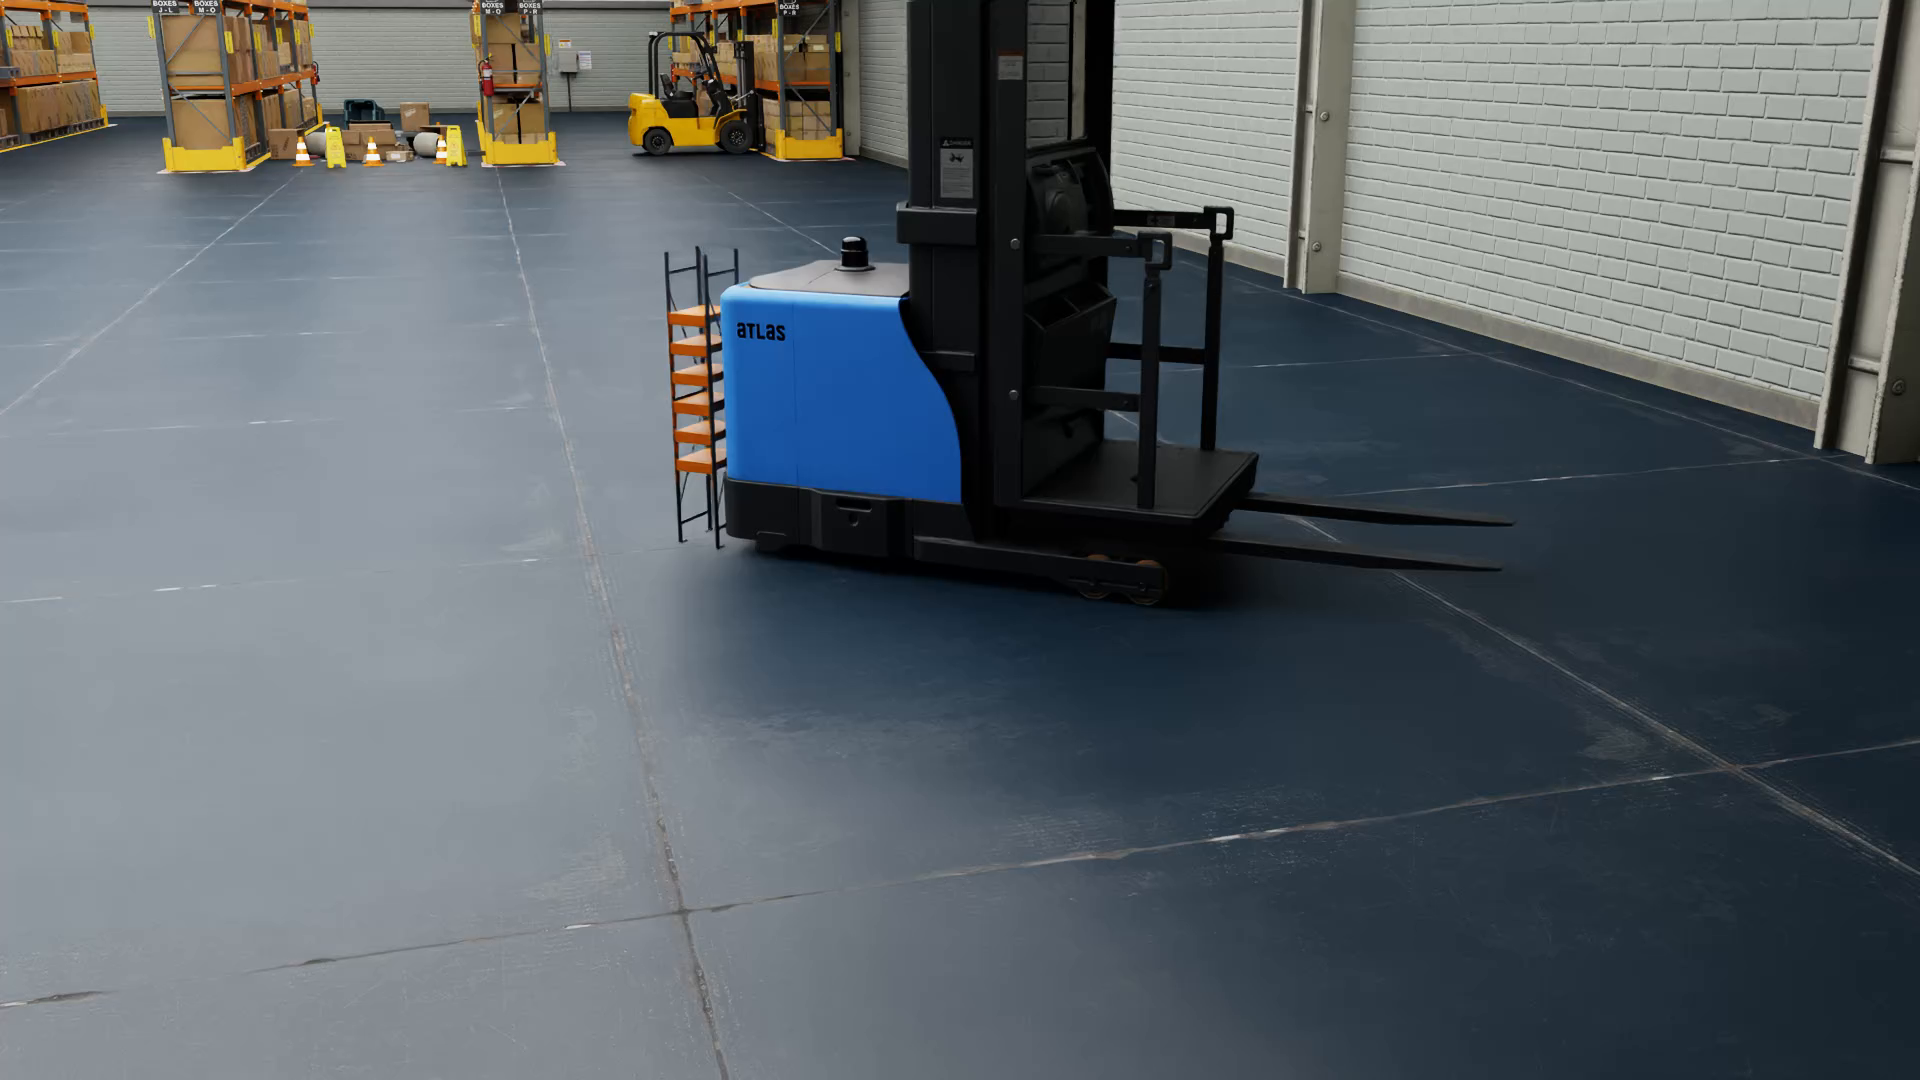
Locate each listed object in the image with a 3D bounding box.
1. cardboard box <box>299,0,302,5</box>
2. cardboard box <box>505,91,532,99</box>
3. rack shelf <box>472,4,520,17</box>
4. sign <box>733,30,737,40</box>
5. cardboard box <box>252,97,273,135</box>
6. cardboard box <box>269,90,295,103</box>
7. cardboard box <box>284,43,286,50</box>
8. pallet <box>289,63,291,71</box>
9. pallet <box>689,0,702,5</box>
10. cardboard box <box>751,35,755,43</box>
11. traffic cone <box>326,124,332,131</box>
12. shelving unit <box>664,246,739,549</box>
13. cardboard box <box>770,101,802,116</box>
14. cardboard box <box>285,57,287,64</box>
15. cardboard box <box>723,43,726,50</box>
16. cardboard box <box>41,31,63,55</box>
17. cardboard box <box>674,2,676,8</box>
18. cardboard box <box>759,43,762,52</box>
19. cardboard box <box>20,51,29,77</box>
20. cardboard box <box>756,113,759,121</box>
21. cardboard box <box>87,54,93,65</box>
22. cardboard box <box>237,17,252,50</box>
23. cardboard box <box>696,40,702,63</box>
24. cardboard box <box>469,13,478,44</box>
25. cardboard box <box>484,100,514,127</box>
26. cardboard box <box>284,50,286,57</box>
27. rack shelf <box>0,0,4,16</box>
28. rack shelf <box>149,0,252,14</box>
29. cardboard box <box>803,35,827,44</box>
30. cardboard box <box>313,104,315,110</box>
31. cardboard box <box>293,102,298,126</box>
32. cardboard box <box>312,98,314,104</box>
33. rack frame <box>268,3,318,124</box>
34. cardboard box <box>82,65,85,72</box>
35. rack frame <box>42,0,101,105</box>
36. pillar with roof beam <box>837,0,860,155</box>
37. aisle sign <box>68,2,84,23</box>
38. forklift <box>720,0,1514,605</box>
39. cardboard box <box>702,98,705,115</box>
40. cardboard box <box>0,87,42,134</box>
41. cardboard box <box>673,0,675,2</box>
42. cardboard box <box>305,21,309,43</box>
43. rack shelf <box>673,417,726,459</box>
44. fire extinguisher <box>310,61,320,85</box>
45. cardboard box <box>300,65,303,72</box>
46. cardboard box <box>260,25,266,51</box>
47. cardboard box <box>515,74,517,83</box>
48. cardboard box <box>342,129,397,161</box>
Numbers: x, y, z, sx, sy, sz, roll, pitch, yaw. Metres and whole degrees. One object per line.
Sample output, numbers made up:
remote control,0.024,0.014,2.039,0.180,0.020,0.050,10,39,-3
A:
cardboard box,-15.769,-12.698,39.057,0.500,0.250,0.500,-4,17,-13
cardboard box,-9.764,-9.450,36.161,0.875,0.875,0.875,-5,17,-16
rack shelf,-10.204,-11.714,36.772,1.077,0.370,4.000,-5,17,-15
sign,-5.449,-12.168,40.234,0.100,0.325,0.005,-5,17,-15
cardboard box,-13.805,-8.098,31.879,1.050,0.750,0.750,-5,17,-15
cardboard box,-14.750,-9.645,36.158,0.500,0.250,0.500,-6,18,-18
cardboard box,-14.971,-10.808,36.390,0.380,0.149,0.250,-5,17,-15
pallet,-15.415,-10.441,36.831,1.003,0.211,1.213,-5,17,-15
pallet,-5.582,-12.443,38.273,1.213,0.211,1.003,-5,17,-15
cardboard box,-3.772,-9.531,31.649,0.380,0.149,0.250,-4,17,-14
traffic cone,-12.203,-7.818,32.176,0.336,0.463,0.334,-5,17,-15
shelving unit,-1.031,-0.579,6.793,0.189,1.200,0.258,8,18,24
cardboard box,-3.111,-7.715,29.734,0.500,0.250,0.500,-4,17,-13
cardboard box,-14.897,-10.456,36.253,0.380,0.149,0.250,-5,18,-18
cardboard box,-4.824,-10.495,35.376,0.380,0.149,0.250,-4,17,-15
cardboard box,-20.168,-10.974,36.712,0.500,0.500,0.500,-5,17,-15
cardboard box,-7.096,-13.665,42.453,0.380,0.149,0.250,-4,17,-14
cardboard box,-3.543,-9.176,30.985,0.380,0.149,0.250,-5,17,-16
cardboard box,-19.199,-9.632,33.629,0.500,0.500,0.500,-5,17,-17
cardboard box,-3.542,-7.902,31.226,0.500,0.250,0.500,-5,17,-15
cardboard box,-20.993,-11.456,39.619,0.500,0.250,0.500,-5,17,-16
cardboard box,-12.955,-8.884,29.177,0.875,0.550,0.550,-5,17,-15
cardboard box,-5.706,-11.306,38.472,0.700,0.500,0.500,-5,17,-16
cardboard box,-8.177,-8.923,29.014,0.700,0.500,0.500,-5,17,-16
cardboard box,-8.353,-7.731,30.220,0.500,0.500,0.500,-4,17,-12
cardboard box,-14.897,-10.596,36.202,0.380,0.149,0.250,-6,18,-18
rack shelf,-18.633,-9.824,30.480,1.077,0.370,4.000,-5,17,-15
rack shelf,-12.737,-9.082,28.009,1.077,0.370,4.000,-5,17,-15
cardboard box,-2.571,-8.860,29.416,0.380,0.149,0.250,-5,17,-16
cardboard box,-16.165,-10.717,41.125,0.380,0.149,0.250,-5,17,-17
cardboard box,-14.762,-9.291,36.283,0.500,0.500,0.500,-5,17,-16
cardboard box,-15.988,-10.721,40.621,0.380,0.149,0.250,-5,17,-16
rack frame,-16.584,-11.862,41.229,1.000,3.000,0.127,-5,17,-15
cardboard box,-20.685,-11.023,38.871,0.380,0.149,0.250,-5,17,-16
rack frame,-21.381,-11.498,40.016,1.000,3.000,0.127,-5,17,-15
pillar with roof beam,-6.148,-11.046,28.083,9.100,9.000,0.400,-5,17,-15
aisle sign,-21.113,-12.787,39.788,0.394,0.787,0.004,-5,17,-15
forklift,0.611,-1.335,6.302,3.031,2.935,1.130,6,18,20
cardboard box,-5.777,-10.136,39.097,0.500,0.500,0.500,-5,17,-17
cardboard box,-19.352,-8.661,33.536,1.225,0.875,0.875,-6,18,-18
cardboard box,-7.063,-13.899,42.539,0.500,0.250,0.500,-4,17,-14
cardboard box,-16.219,-12.425,40.672,0.500,0.500,0.500,-5,17,-16
rack shelf,-1.031,-0.421,6.840,0.180,0.103,0.258,8,18,24
fire extinguisher,-16.210,-11.753,41.647,0.296,0.674,0.183,-5,17,-15
cardboard box,-15.590,-11.026,38.880,0.380,0.149,0.250,-4,17,-14
cardboard box,-14.132,-9.911,32.822,0.700,0.500,0.500,-5,17,-16
cardboard box,-7.433,-7.915,28.523,0.380,0.149,0.250,-4,17,-14
cardboard box,-10.373,-6.946,29.201,0.637,0.503,0.797,11,20,32
